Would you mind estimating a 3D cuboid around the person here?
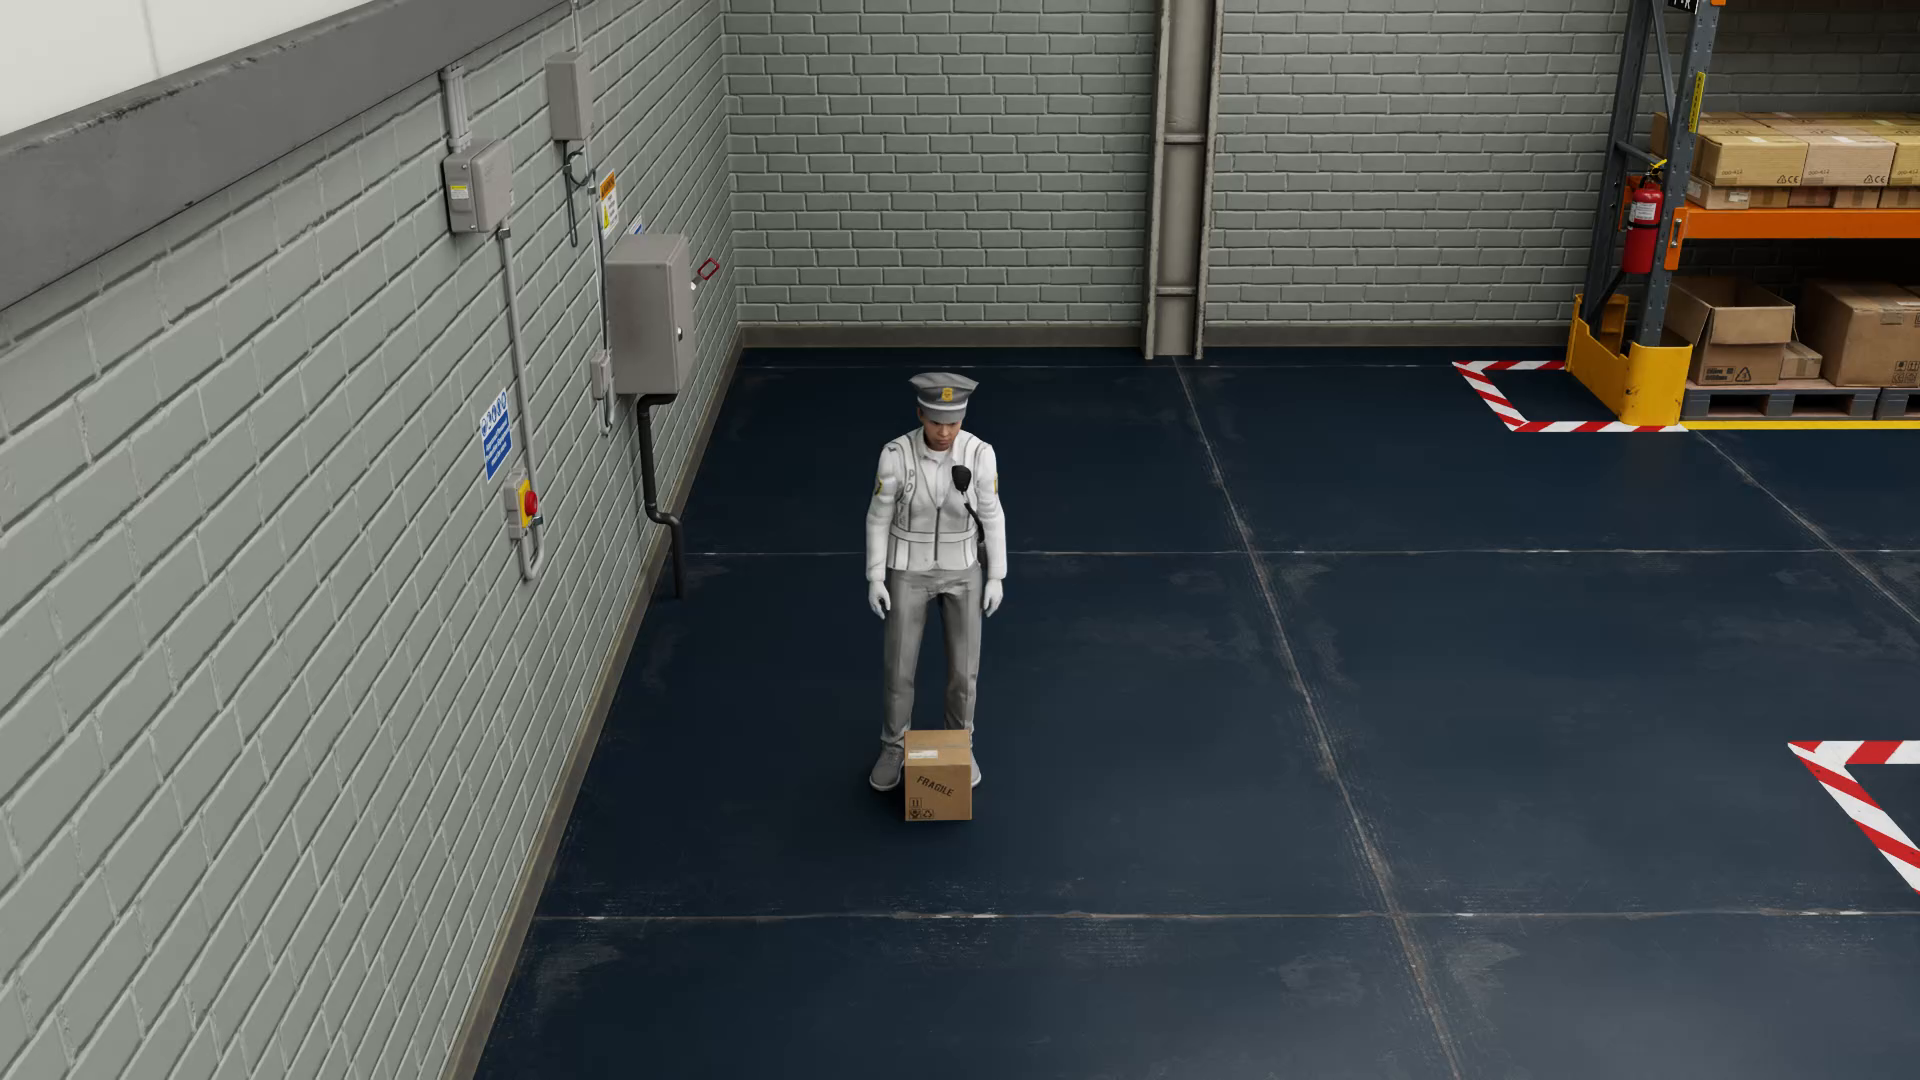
[{"bbox_3d":[-0.091,0.152,6.264,0.539,1.661,0.374,-2,24,-4],"label":"person"}]
